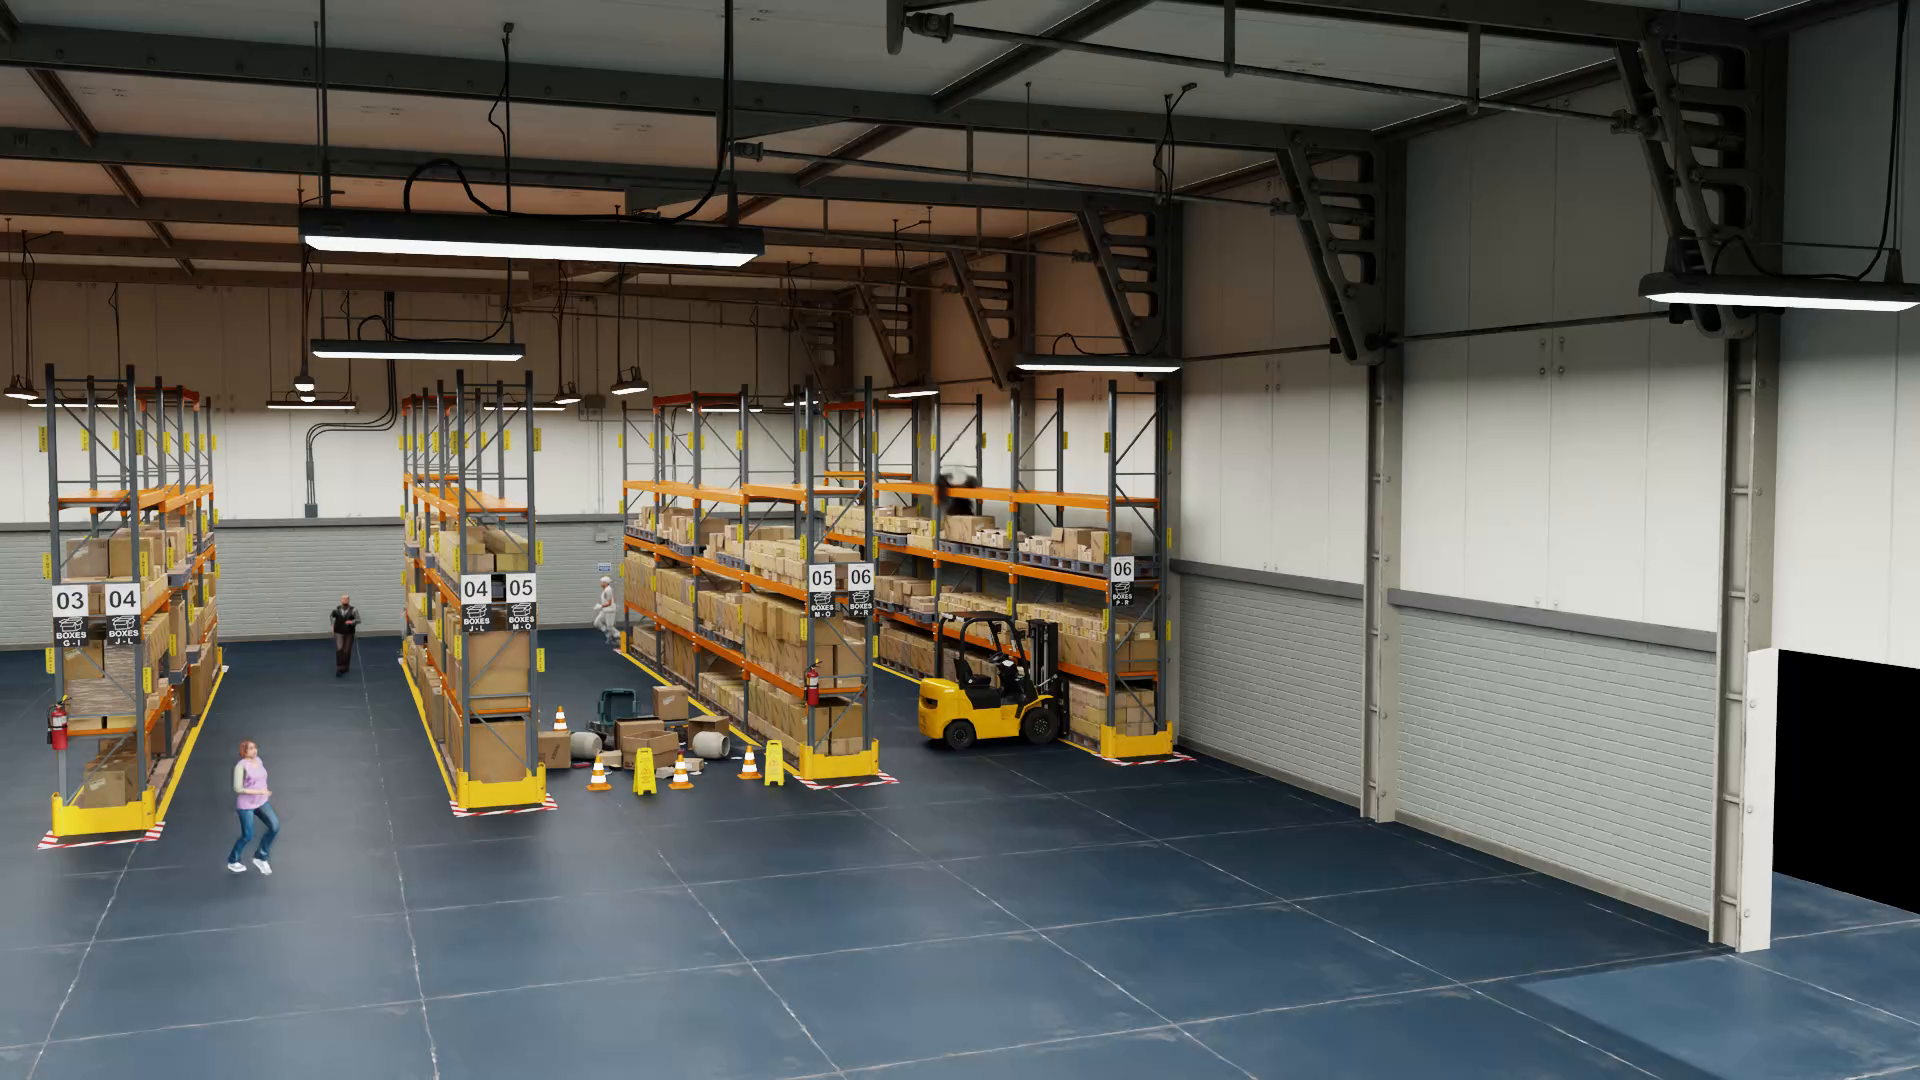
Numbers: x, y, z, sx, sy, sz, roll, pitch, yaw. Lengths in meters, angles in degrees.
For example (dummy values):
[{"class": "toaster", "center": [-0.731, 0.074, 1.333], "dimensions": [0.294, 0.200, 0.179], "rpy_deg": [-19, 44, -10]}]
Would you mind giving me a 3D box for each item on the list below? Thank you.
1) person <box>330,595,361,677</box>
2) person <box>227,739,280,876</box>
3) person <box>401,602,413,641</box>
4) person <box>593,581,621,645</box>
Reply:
[{"class": "person", "center": [-13.241, 2.046, 35.824], "dimensions": [0.646, 1.737, 0.692], "rpy_deg": [-1, 4, -18]}, {"class": "person", "center": [-8.187, 3.091, 19.242], "dimensions": [0.672, 1.596, 0.543], "rpy_deg": [1, 4, 22]}, {"class": "person", "center": [-12.753, 1.828, 39.037], "dimensions": [0.667, 1.613, 0.705], "rpy_deg": [-1, 4, -24]}, {"class": "person", "center": [-8.636, 1.759, 40.796], "dimensions": [0.752, 1.654, 0.594], "rpy_deg": [-2, 4, -25]}]
